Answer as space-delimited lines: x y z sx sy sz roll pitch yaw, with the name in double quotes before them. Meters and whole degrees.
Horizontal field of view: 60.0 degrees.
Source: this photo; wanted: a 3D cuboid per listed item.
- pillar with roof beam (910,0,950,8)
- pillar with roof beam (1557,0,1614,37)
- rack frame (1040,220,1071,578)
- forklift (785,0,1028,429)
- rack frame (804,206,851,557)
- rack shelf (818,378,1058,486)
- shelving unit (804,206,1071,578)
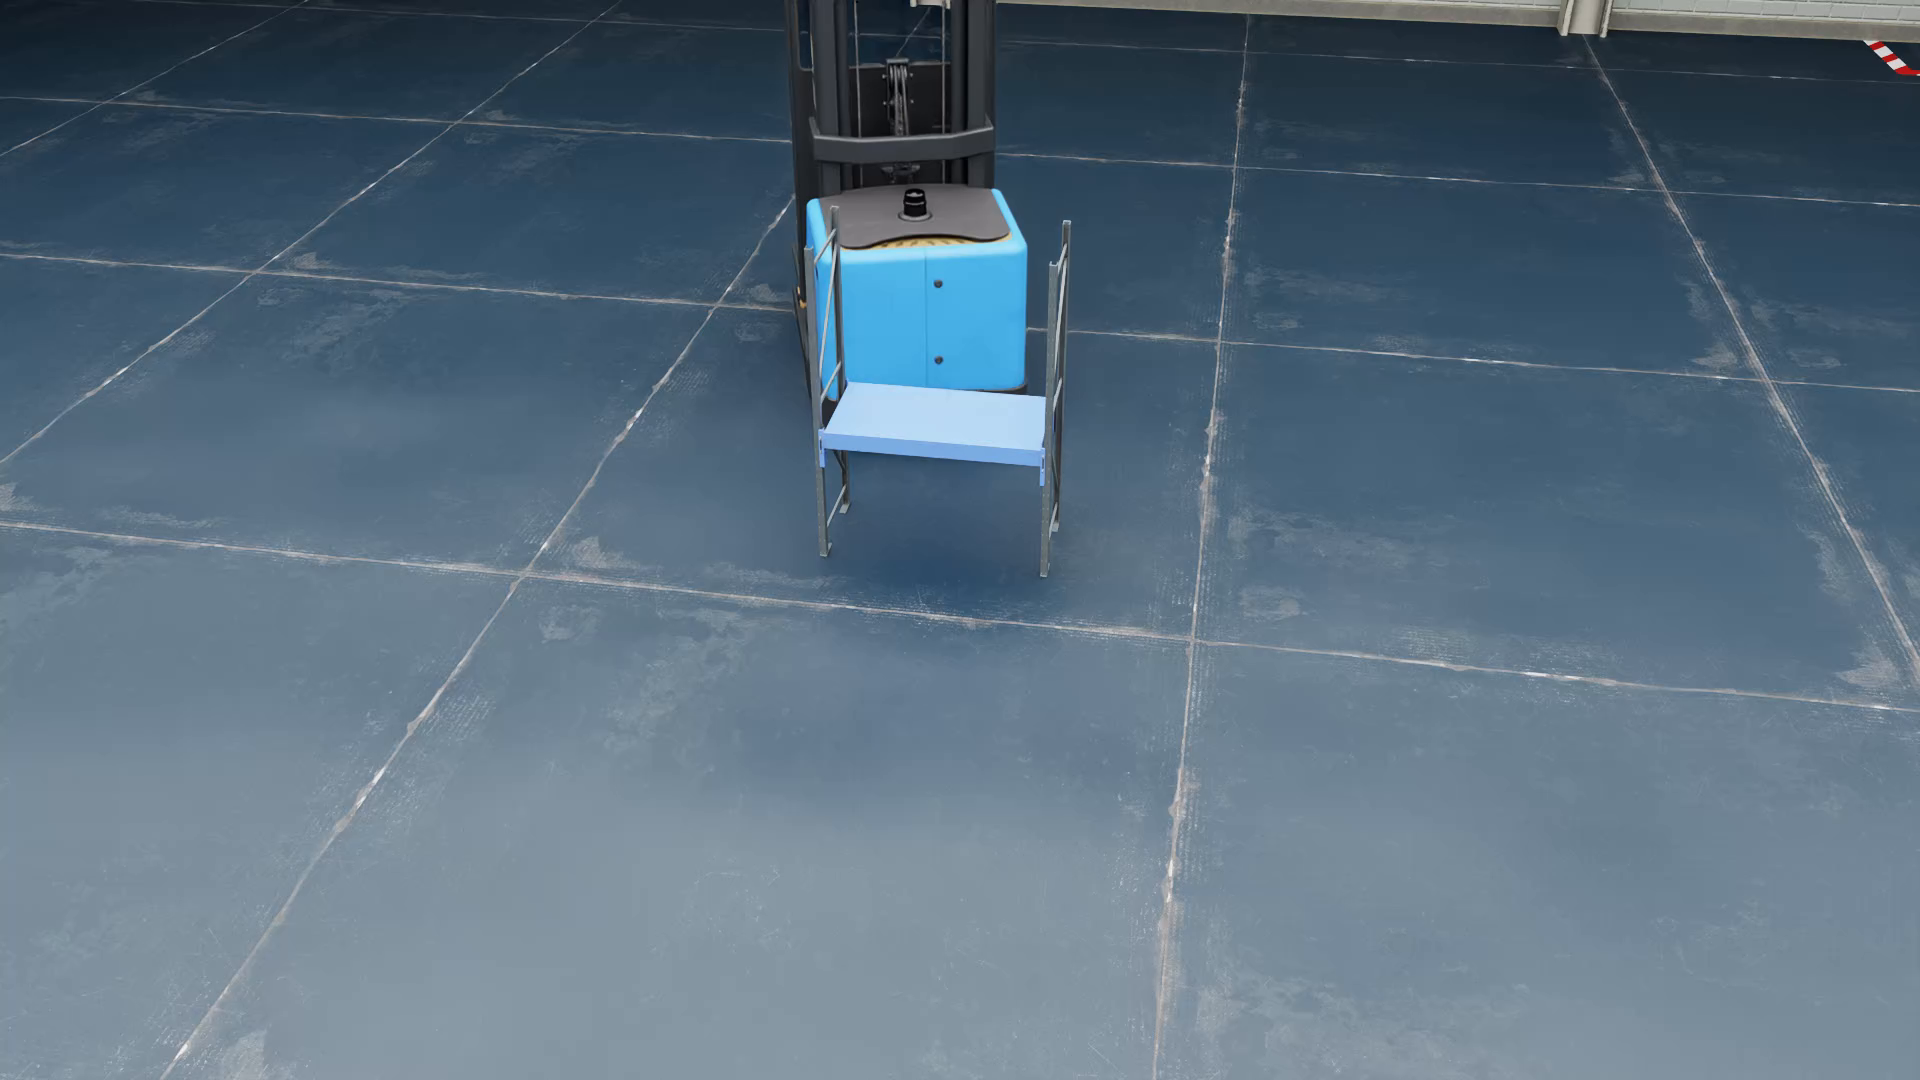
"pillar with roof beam" -0.980 -6.730 10.021 0.400 9.000 9.100 5 32 8
"pillar with roof beam" 4.935 -6.195 9.165 0.400 9.000 9.100 5 32 8
"rack frame" 0.417 -0.598 7.292 0.032 1.500 0.500 5 32 8
"forklift" -0.392 -2.497 8.977 1.130 2.935 3.031 -5 32 -7
"rack frame" -0.585 -0.689 7.437 0.032 1.500 0.500 5 32 8
"rack shelf" -0.084 -0.491 7.460 1.000 0.185 0.538 5 32 8
"shelving unit" -0.084 -0.643 7.364 1.048 1.500 0.538 5 32 8
